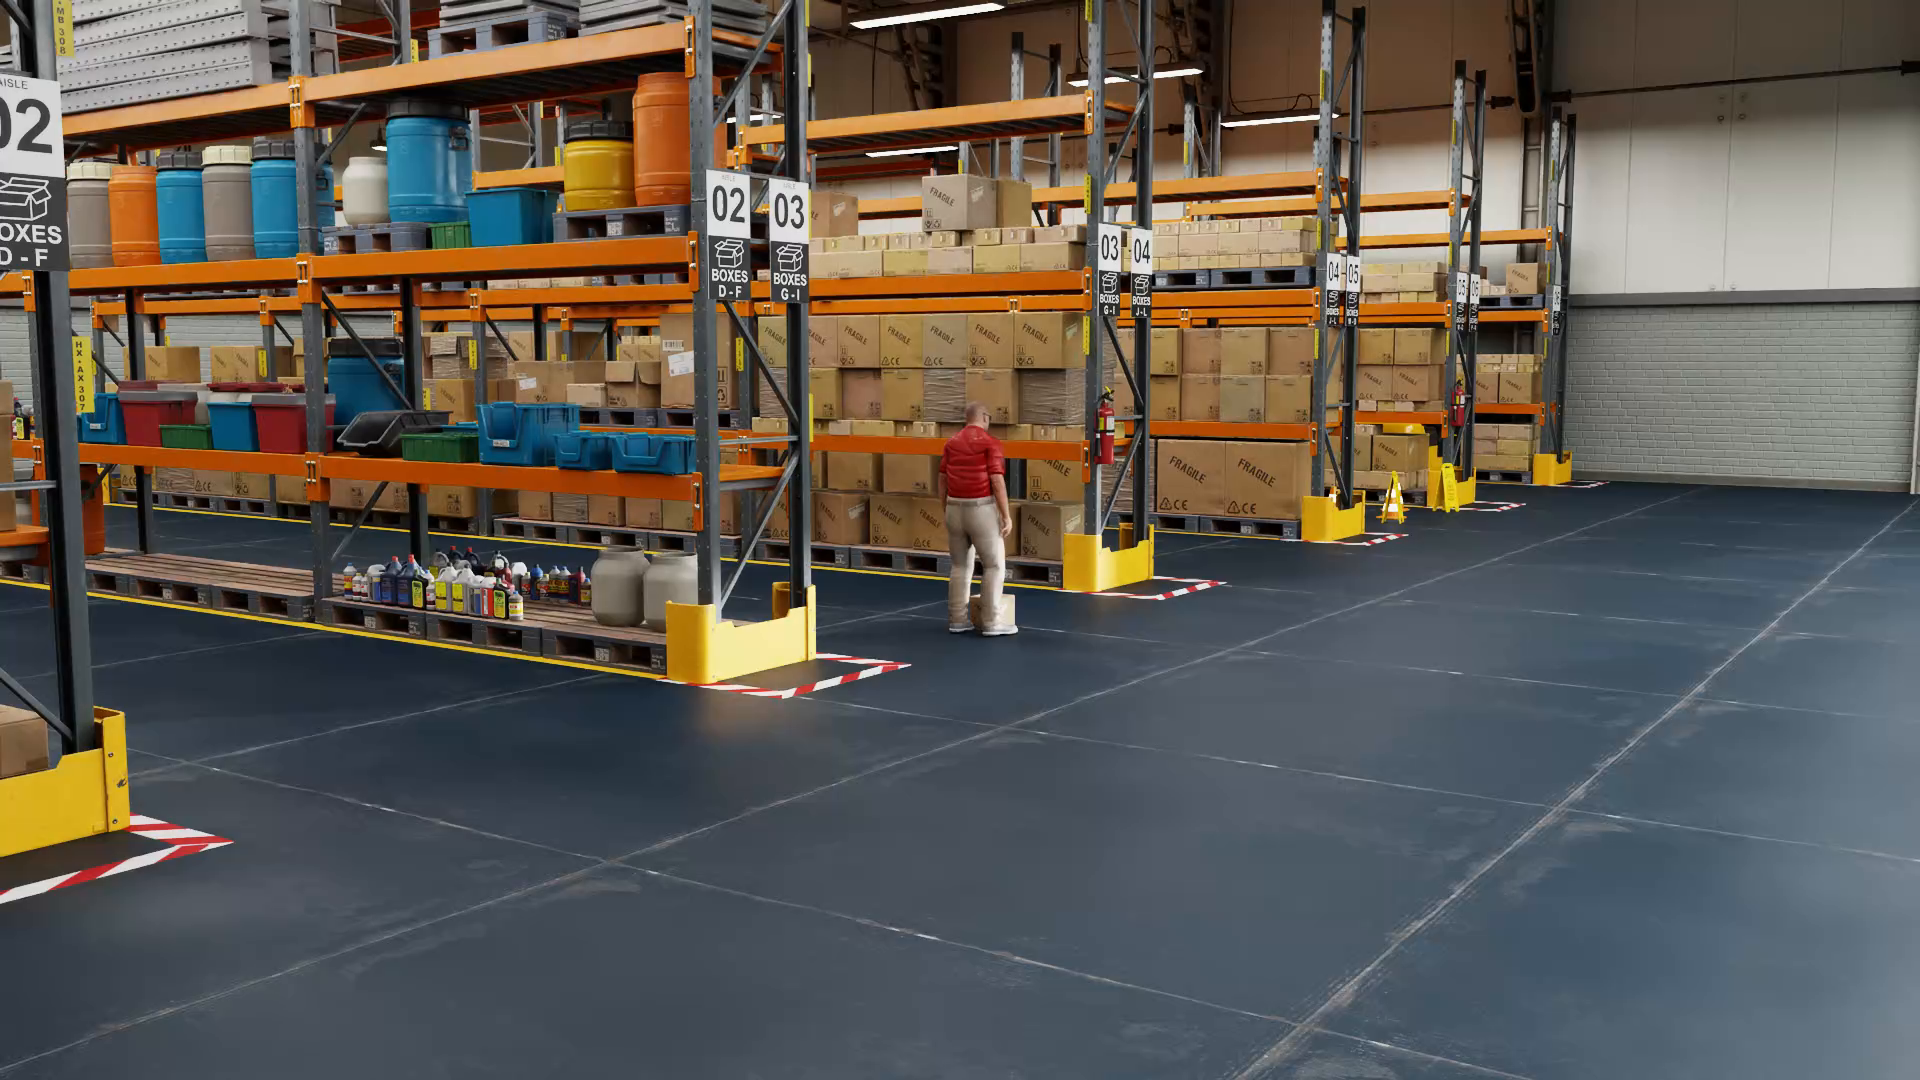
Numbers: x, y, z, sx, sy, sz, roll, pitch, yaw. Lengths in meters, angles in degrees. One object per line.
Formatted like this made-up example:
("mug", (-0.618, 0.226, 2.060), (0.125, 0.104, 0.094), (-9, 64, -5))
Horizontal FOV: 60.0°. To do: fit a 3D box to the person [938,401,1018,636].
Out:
("person", (0.115, -0.165, 12.339), (0.587, 1.727, 0.394), (4, 8, 34))
